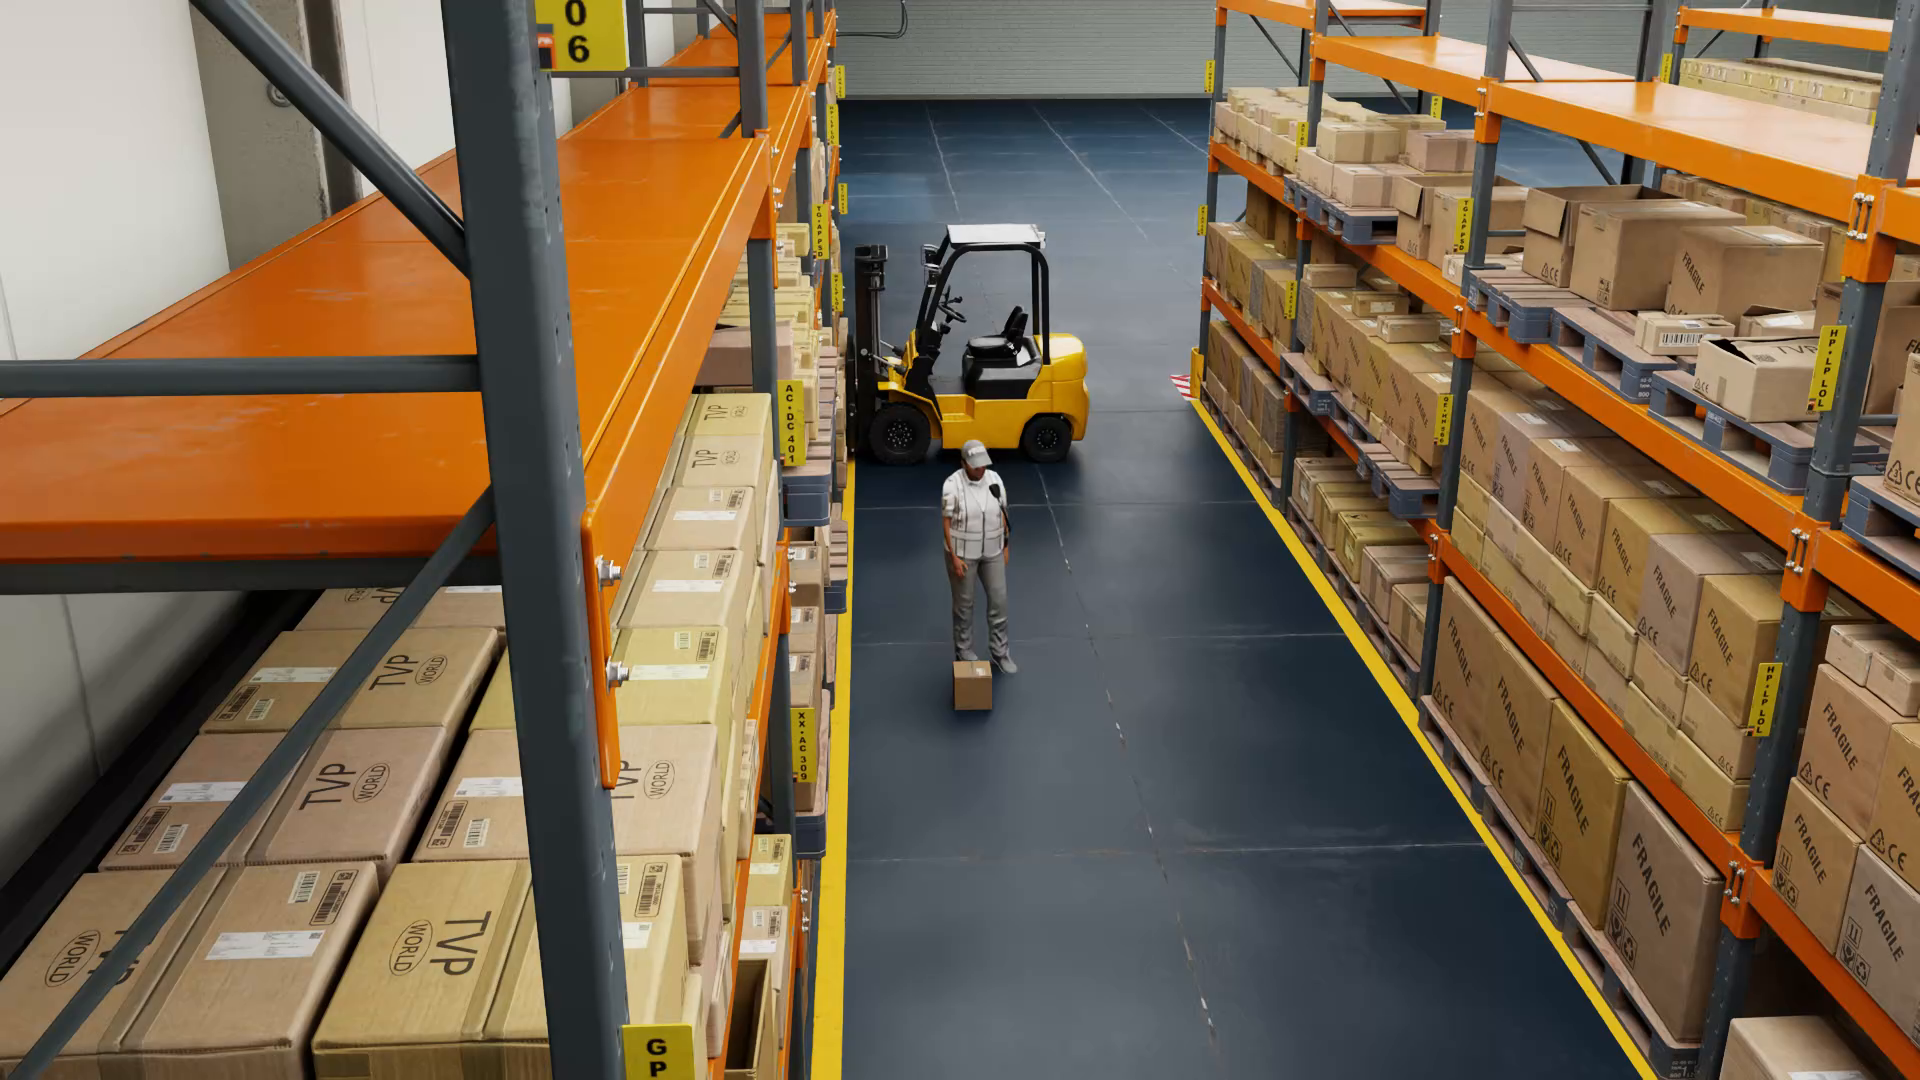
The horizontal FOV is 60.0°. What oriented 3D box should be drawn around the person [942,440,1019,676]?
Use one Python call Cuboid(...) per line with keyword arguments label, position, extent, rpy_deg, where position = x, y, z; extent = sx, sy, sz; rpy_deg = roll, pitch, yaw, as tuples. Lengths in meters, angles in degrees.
Cuboid(label="person", position=(0.133, 0.118, 11.579), extent=(0.497, 1.689, 0.498), rpy_deg=(-7, 22, -18))
